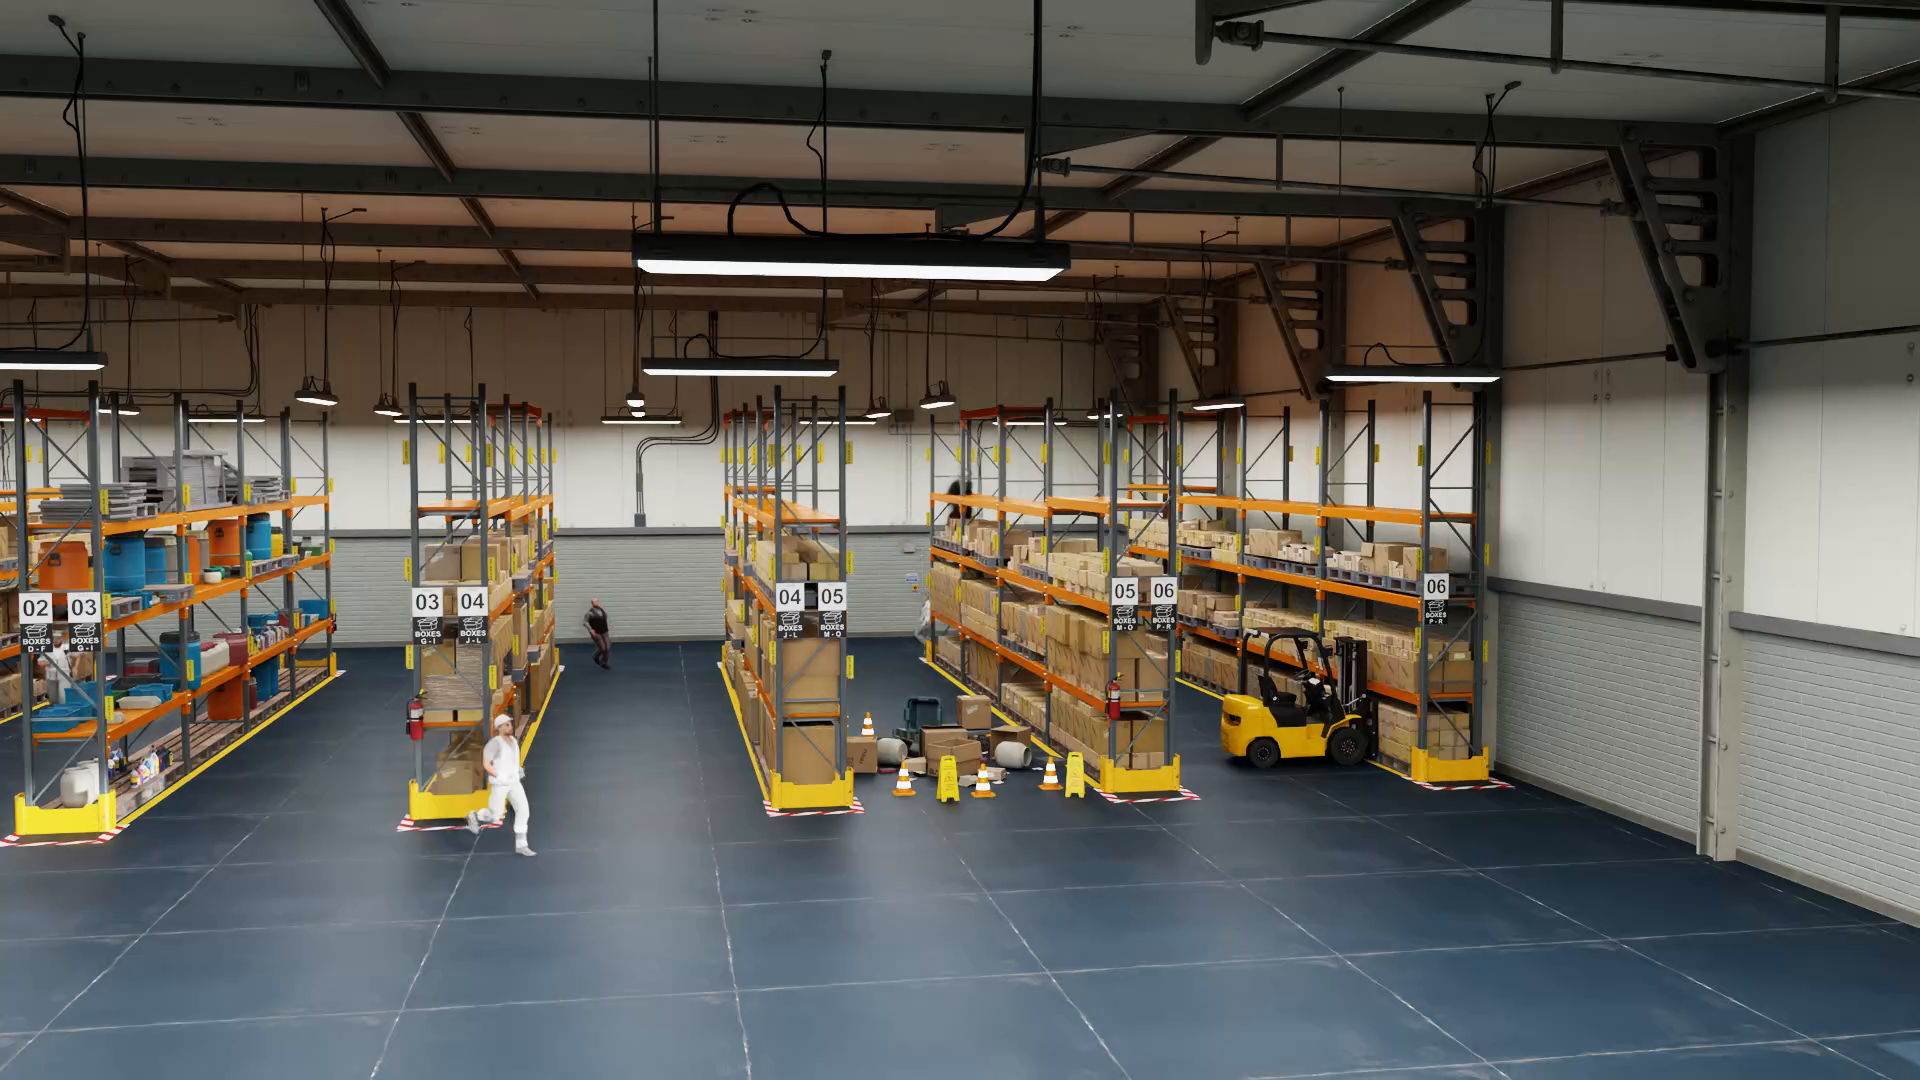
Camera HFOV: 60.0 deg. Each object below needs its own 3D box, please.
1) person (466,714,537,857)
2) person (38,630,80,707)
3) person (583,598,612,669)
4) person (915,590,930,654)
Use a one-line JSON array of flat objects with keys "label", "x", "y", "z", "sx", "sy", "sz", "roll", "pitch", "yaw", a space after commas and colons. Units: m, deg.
[{"label": "person", "x": -5.780, "y": 3.079, "z": 20.975, "sx": 1.050, "sy": 1.763, "sz": 0.634, "roll": 2, "pitch": 3, "yaw": 30}, {"label": "person", "x": -16.573, "y": 2.543, "z": 30.574, "sx": 0.657, "sy": 1.785, "sz": 0.968, "roll": -1, "pitch": 3, "yaw": -18}, {"label": "person", "x": -8.509, "y": 2.198, "z": 39.037, "sx": 0.539, "sy": 1.679, "sz": 0.718, "roll": 3, "pitch": 4, "yaw": 44}, {"label": "person", "x": -0.873, "y": 2.071, "z": 41.788, "sx": 0.549, "sy": 1.644, "sz": 0.669, "roll": 1, "pitch": 3, "yaw": 16}]
